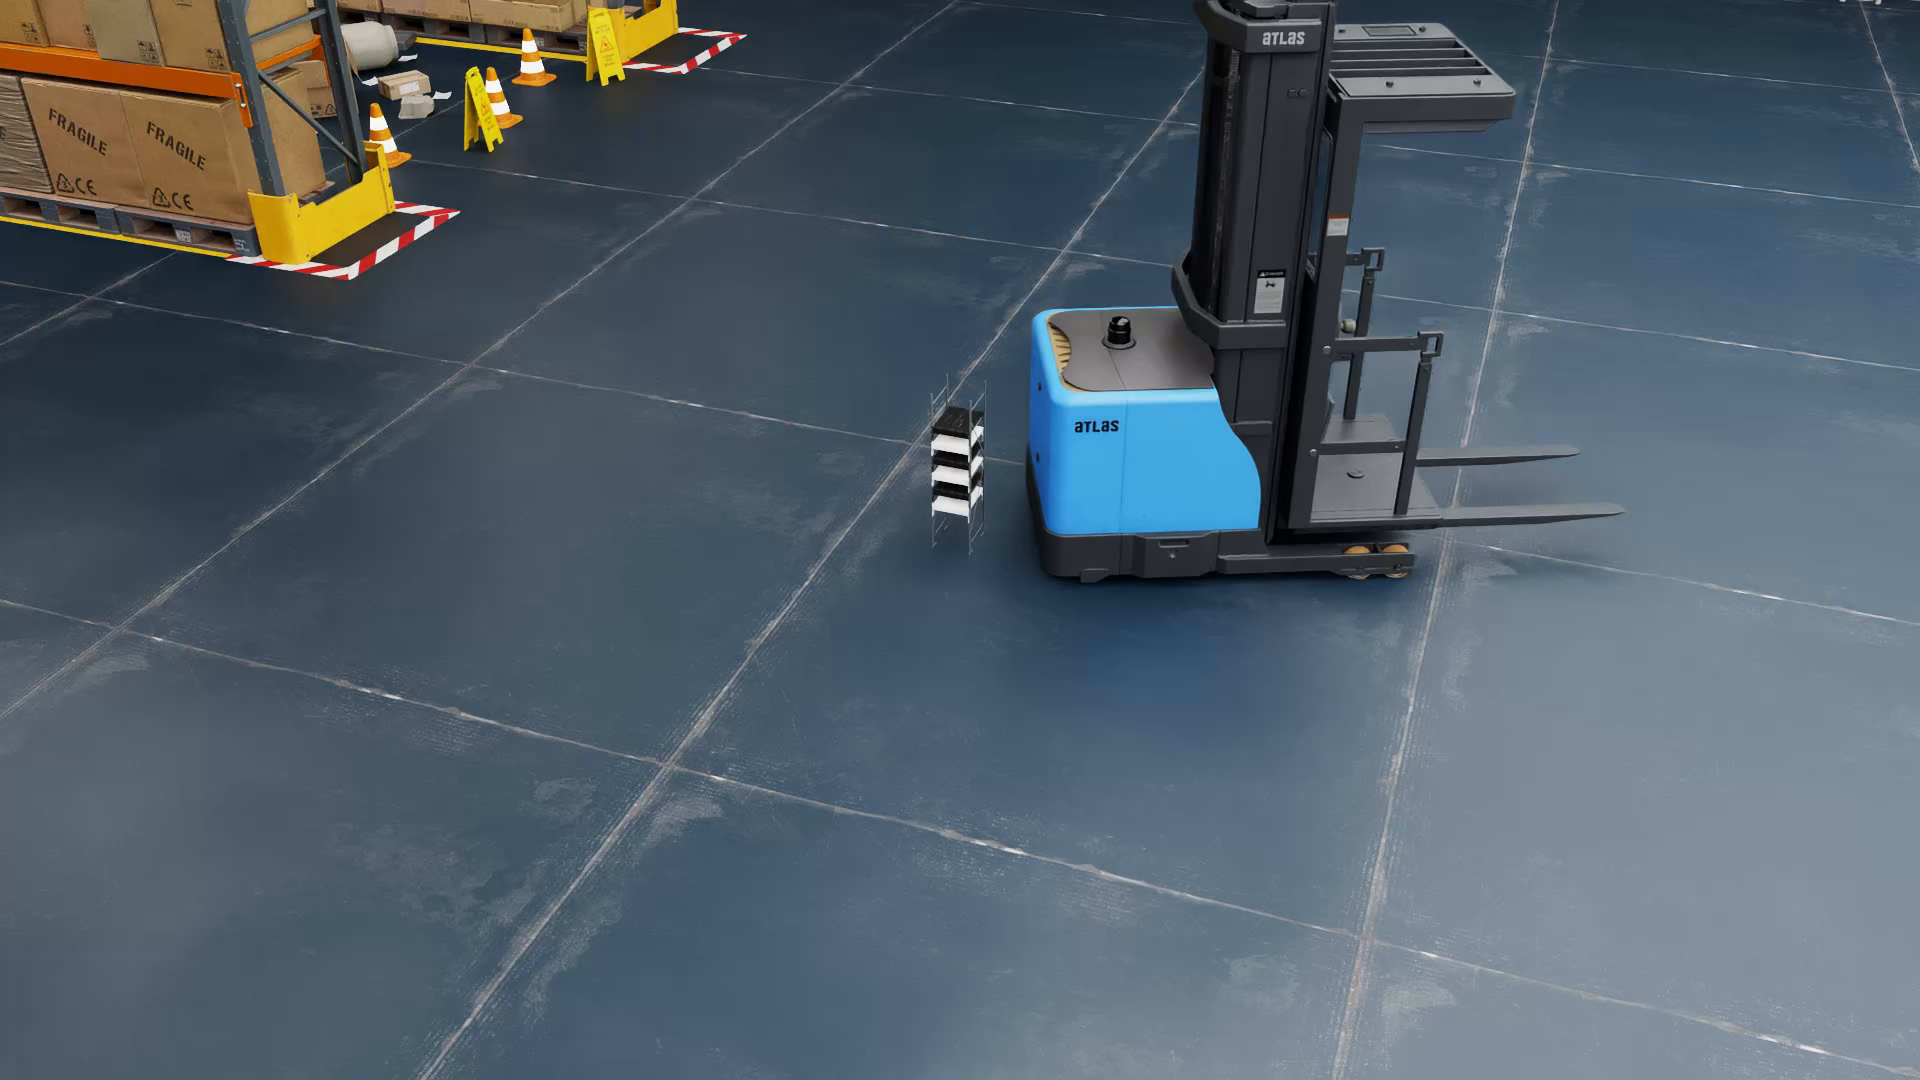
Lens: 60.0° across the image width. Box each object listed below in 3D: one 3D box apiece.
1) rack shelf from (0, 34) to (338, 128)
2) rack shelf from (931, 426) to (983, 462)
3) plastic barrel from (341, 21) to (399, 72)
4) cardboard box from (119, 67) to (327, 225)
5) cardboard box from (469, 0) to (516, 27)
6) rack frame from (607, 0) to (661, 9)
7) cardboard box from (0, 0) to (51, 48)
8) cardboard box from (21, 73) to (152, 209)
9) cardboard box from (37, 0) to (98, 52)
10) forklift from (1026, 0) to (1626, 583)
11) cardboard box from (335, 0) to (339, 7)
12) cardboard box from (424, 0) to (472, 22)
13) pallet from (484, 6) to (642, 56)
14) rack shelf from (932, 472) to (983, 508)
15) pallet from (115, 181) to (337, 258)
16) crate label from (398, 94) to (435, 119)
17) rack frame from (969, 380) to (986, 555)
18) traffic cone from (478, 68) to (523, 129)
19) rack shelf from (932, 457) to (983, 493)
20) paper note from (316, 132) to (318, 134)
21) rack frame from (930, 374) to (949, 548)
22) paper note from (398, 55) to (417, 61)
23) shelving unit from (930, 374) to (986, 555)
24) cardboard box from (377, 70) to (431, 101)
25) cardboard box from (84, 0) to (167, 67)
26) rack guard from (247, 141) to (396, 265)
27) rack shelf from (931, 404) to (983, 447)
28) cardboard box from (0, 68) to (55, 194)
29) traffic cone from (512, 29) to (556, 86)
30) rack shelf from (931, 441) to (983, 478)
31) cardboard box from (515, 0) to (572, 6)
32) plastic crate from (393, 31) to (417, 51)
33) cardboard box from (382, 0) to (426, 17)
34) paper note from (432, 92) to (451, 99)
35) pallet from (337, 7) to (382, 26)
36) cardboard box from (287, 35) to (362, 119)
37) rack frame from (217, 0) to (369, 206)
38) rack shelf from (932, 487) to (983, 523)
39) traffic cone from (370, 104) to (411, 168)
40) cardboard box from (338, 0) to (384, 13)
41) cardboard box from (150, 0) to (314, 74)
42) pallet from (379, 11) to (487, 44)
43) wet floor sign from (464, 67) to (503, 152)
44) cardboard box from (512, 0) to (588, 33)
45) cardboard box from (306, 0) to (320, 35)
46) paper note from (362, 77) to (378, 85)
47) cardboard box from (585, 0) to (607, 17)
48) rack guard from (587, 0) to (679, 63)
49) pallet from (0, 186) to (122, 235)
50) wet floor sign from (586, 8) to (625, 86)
[{"bbox_3d":[-6.537,-3.594,12.214,4.000,0.370,1.077,11,34,16],"label":"rack shelf"},{"bbox_3d":[-0.008,-0.503,8.429,0.200,0.077,0.258,11,34,16],"label":"rack shelf"},{"bbox_3d":[-5.534,-4.598,15.482,0.512,0.421,0.421,-18,37,-25],"label":"plastic barrel"},{"bbox_3d":[-5.315,-2.904,12.054,0.875,0.875,0.875,11,35,17],"label":"cardboard box"},{"bbox_3d":[-4.416,-5.207,16.196,0.500,0.250,0.500,11,34,17],"label":"cardboard box"},{"bbox_3d":[-3.079,-6.076,15.395,0.127,3.000,1.000,11,34,16],"label":"rack frame"},{"bbox_3d":[-6.541,-3.970,11.995,0.500,0.550,0.875,11,34,16],"label":"cardboard box"},{"bbox_3d":[-6.144,-3.064,12.302,0.875,0.875,0.875,10,34,16],"label":"cardboard box"},{"bbox_3d":[-6.028,-3.894,11.877,0.550,0.550,0.875,11,34,16],"label":"cardboard box"},{"bbox_3d":[1.899,-1.318,8.090,3.031,2.935,1.130,-2,33,-3],"label":"forklift"},{"bbox_3d":[-6.380,-5.583,16.780,0.500,0.250,0.500,9,34,14],"label":"cardboard box"},{"bbox_3d":[-4.910,-5.299,16.340,0.500,0.250,0.500,10,34,15],"label":"cardboard box"},{"bbox_3d":[-3.903,-5.085,16.431,1.213,0.211,1.003,11,34,16],"label":"pallet"},{"bbox_3d":[-0.008,-0.276,8.575,0.200,0.077,0.258,11,34,16],"label":"rack shelf"},{"bbox_3d":[-5.433,-2.465,12.373,1.213,0.211,1.003,11,34,16],"label":"pallet"},{"bbox_3d":[-4.734,-3.776,14.473,0.298,0.136,0.250,-6,33,-9],"label":"crate label"},{"bbox_3d":[0.088,-0.361,8.479,0.006,0.900,0.240,11,34,16],"label":"rack frame"},{"bbox_3d":[-3.973,-3.801,14.211,0.334,0.463,0.336,11,34,16],"label":"traffic cone"},{"bbox_3d":[-0.008,-0.352,8.526,0.200,0.077,0.258,11,34,16],"label":"rack shelf"},{"bbox_3d":[-5.518,-3.428,14.033,0.142,0.017,0.144,24,40,32],"label":"paper note"},{"bbox_3d":[-0.103,-0.398,8.537,0.006,0.900,0.240,11,34,16],"label":"rack frame"},{"bbox_3d":[-5.260,-4.599,15.845,0.148,0.019,0.142,0,33,0],"label":"paper note"},{"bbox_3d":[-0.008,-0.380,8.508,0.210,0.900,0.258,11,34,16],"label":"shelving unit"},{"bbox_3d":[-4.994,-4.086,14.942,0.380,0.149,0.250,-25,40,-33],"label":"cardboard box"},{"bbox_3d":[-5.544,-3.727,11.619,0.550,0.550,0.875,11,34,16],"label":"cardboard box"},{"bbox_3d":[-4.631,-2.475,12.123,0.348,0.500,1.175,11,34,16],"label":"rack guard"},{"bbox_3d":[-0.008,-0.578,8.380,0.200,0.077,0.258,11,34,16],"label":"rack shelf"},{"bbox_3d":[-7.001,-3.232,12.562,0.875,0.875,0.875,11,35,17],"label":"cardboard box"},{"bbox_3d":[-3.919,-4.430,15.185,0.334,0.463,0.336,11,34,16],"label":"traffic cone"},{"bbox_3d":[-0.008,-0.427,8.477,0.200,0.077,0.258,11,34,16],"label":"rack shelf"},{"bbox_3d":[-3.921,-5.426,15.844,0.500,0.500,0.500,11,35,17],"label":"cardboard box"},{"bbox_3d":[-5.643,-4.875,16.227,0.583,0.080,0.402,0,33,0],"label":"plastic crate"},{"bbox_3d":[-5.374,-5.396,16.489,0.500,0.250,0.500,11,34,16],"label":"cardboard box"},{"bbox_3d":[-4.640,-3.985,14.894,0.142,0.019,0.148,0,33,0],"label":"paper note"},{"bbox_3d":[-6.200,-5.532,17.123,1.213,0.211,1.003,11,34,16],"label":"pallet"},{"bbox_3d":[-5.587,-4.056,14.568,0.637,0.503,0.797,-11,35,-17],"label":"cardboard box"},{"bbox_3d":[-4.654,-3.530,11.452,0.127,3.000,1.000,11,34,16],"label":"rack frame"},{"bbox_3d":[-0.008,-0.200,8.624,0.200,0.077,0.258,11,34,16],"label":"rack shelf"},{"bbox_3d":[-4.675,-3.286,13.413,0.334,0.463,0.336,11,34,16],"label":"traffic cone"},{"bbox_3d":[-5.874,-5.491,16.638,0.500,0.250,0.500,13,35,19],"label":"cardboard box"},{"bbox_3d":[-5.018,-3.638,11.480,0.550,0.550,0.875,11,34,16],"label":"cardboard box"},{"bbox_3d":[-5.048,-5.309,16.778,1.213,0.211,1.003,11,34,16],"label":"pallet"},{"bbox_3d":[-3.959,-3.546,13.648,0.232,0.644,0.267,5,33,8],"label":"wet floor sign"},{"bbox_3d":[-3.953,-5.112,16.050,0.500,0.250,0.500,11,34,16],"label":"cardboard box"},{"bbox_3d":[-6.295,-4.868,15.826,0.500,0.500,0.500,-18,37,-25],"label":"cardboard box"},{"bbox_3d":[-5.389,-4.212,15.257,0.142,0.019,0.148,24,40,32],"label":"paper note"},{"bbox_3d":[-3.745,-5.386,16.474,0.500,0.250,0.500,11,34,16],"label":"cardboard box"},{"bbox_3d":[-3.151,-5.040,16.095,0.348,0.500,1.175,11,34,16],"label":"rack guard"},{"bbox_3d":[-6.578,-2.689,12.720,1.213,0.211,1.003,11,34,16],"label":"pallet"},{"bbox_3d":[-3.261,-4.506,15.134,0.232,0.644,0.267,24,40,32],"label":"wet floor sign"}]
